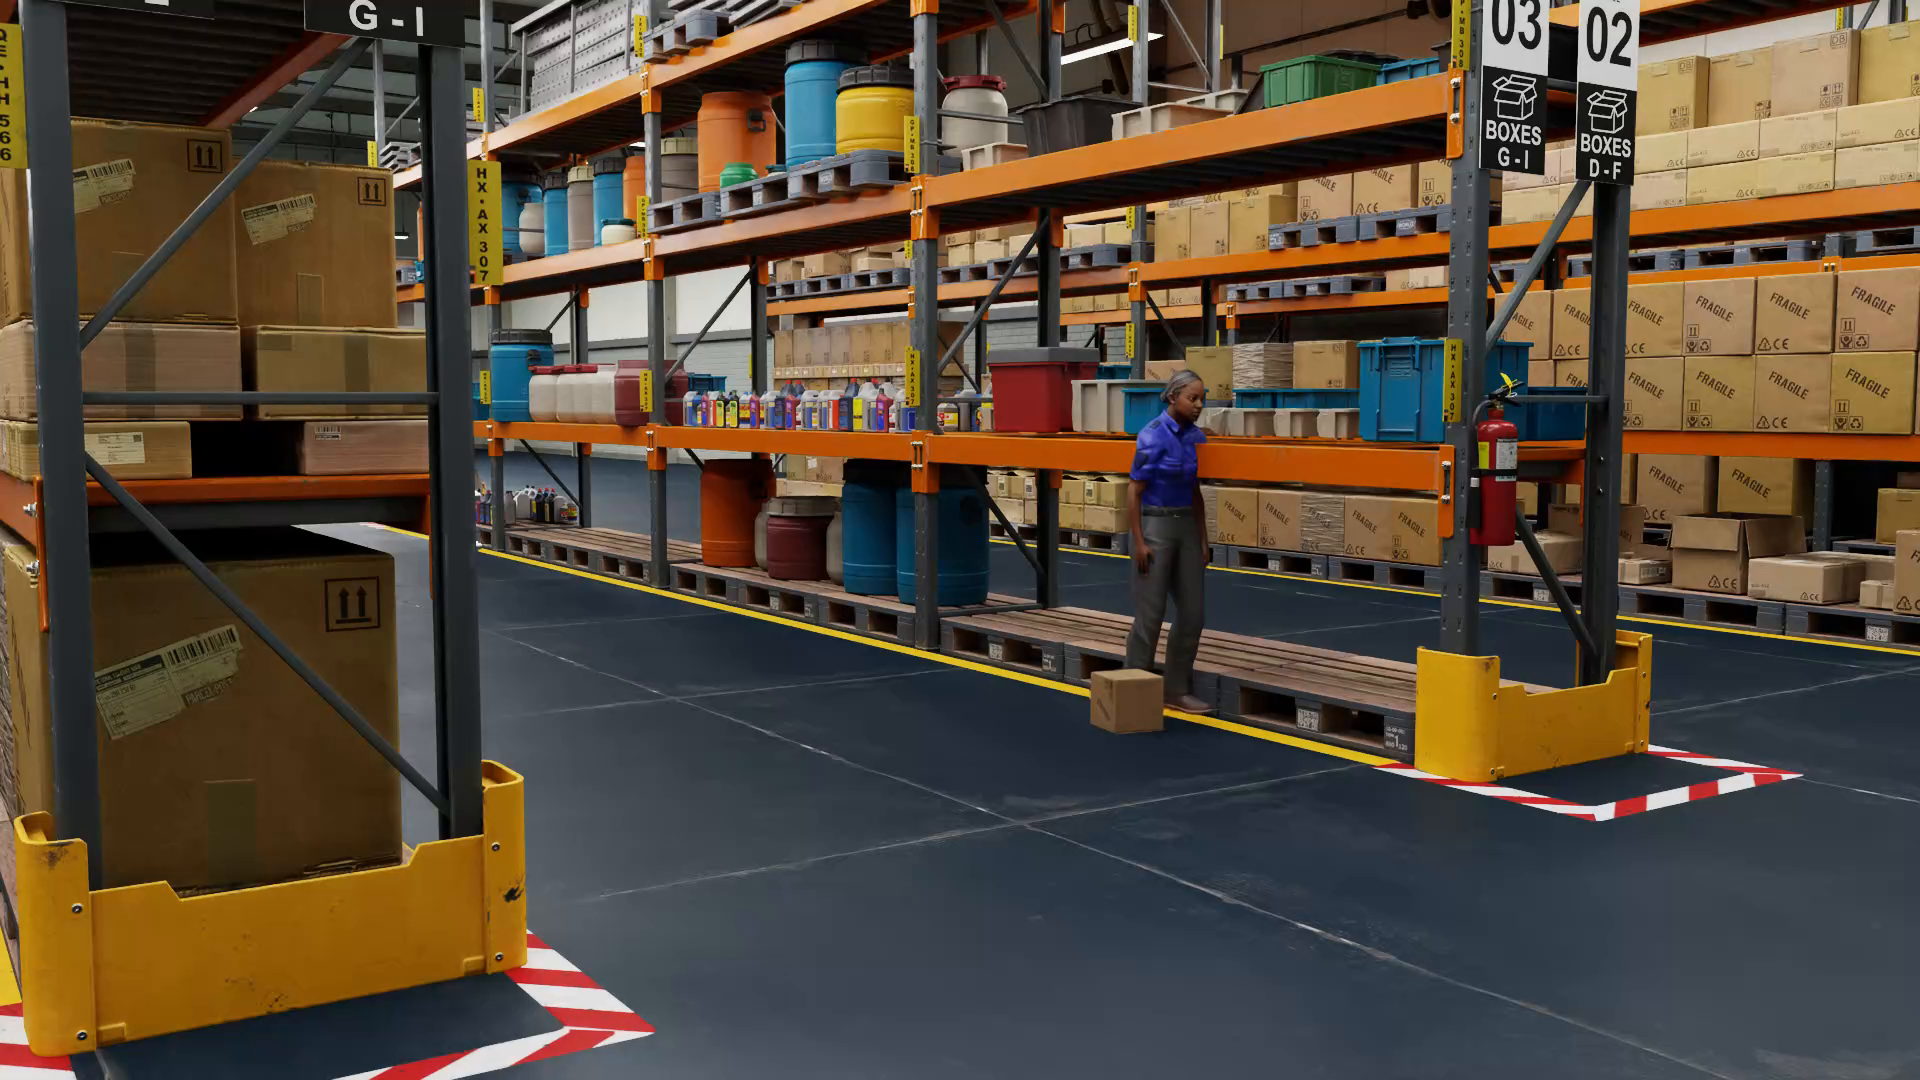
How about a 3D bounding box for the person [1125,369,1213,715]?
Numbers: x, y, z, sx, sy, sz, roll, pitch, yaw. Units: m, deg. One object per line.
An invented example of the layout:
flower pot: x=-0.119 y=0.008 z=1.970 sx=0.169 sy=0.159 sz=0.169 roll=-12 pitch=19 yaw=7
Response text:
person: x=0.997 y=0.014 z=7.953 sx=0.528 sy=1.653 sz=0.350 roll=-4 pitch=6 yaw=-38
